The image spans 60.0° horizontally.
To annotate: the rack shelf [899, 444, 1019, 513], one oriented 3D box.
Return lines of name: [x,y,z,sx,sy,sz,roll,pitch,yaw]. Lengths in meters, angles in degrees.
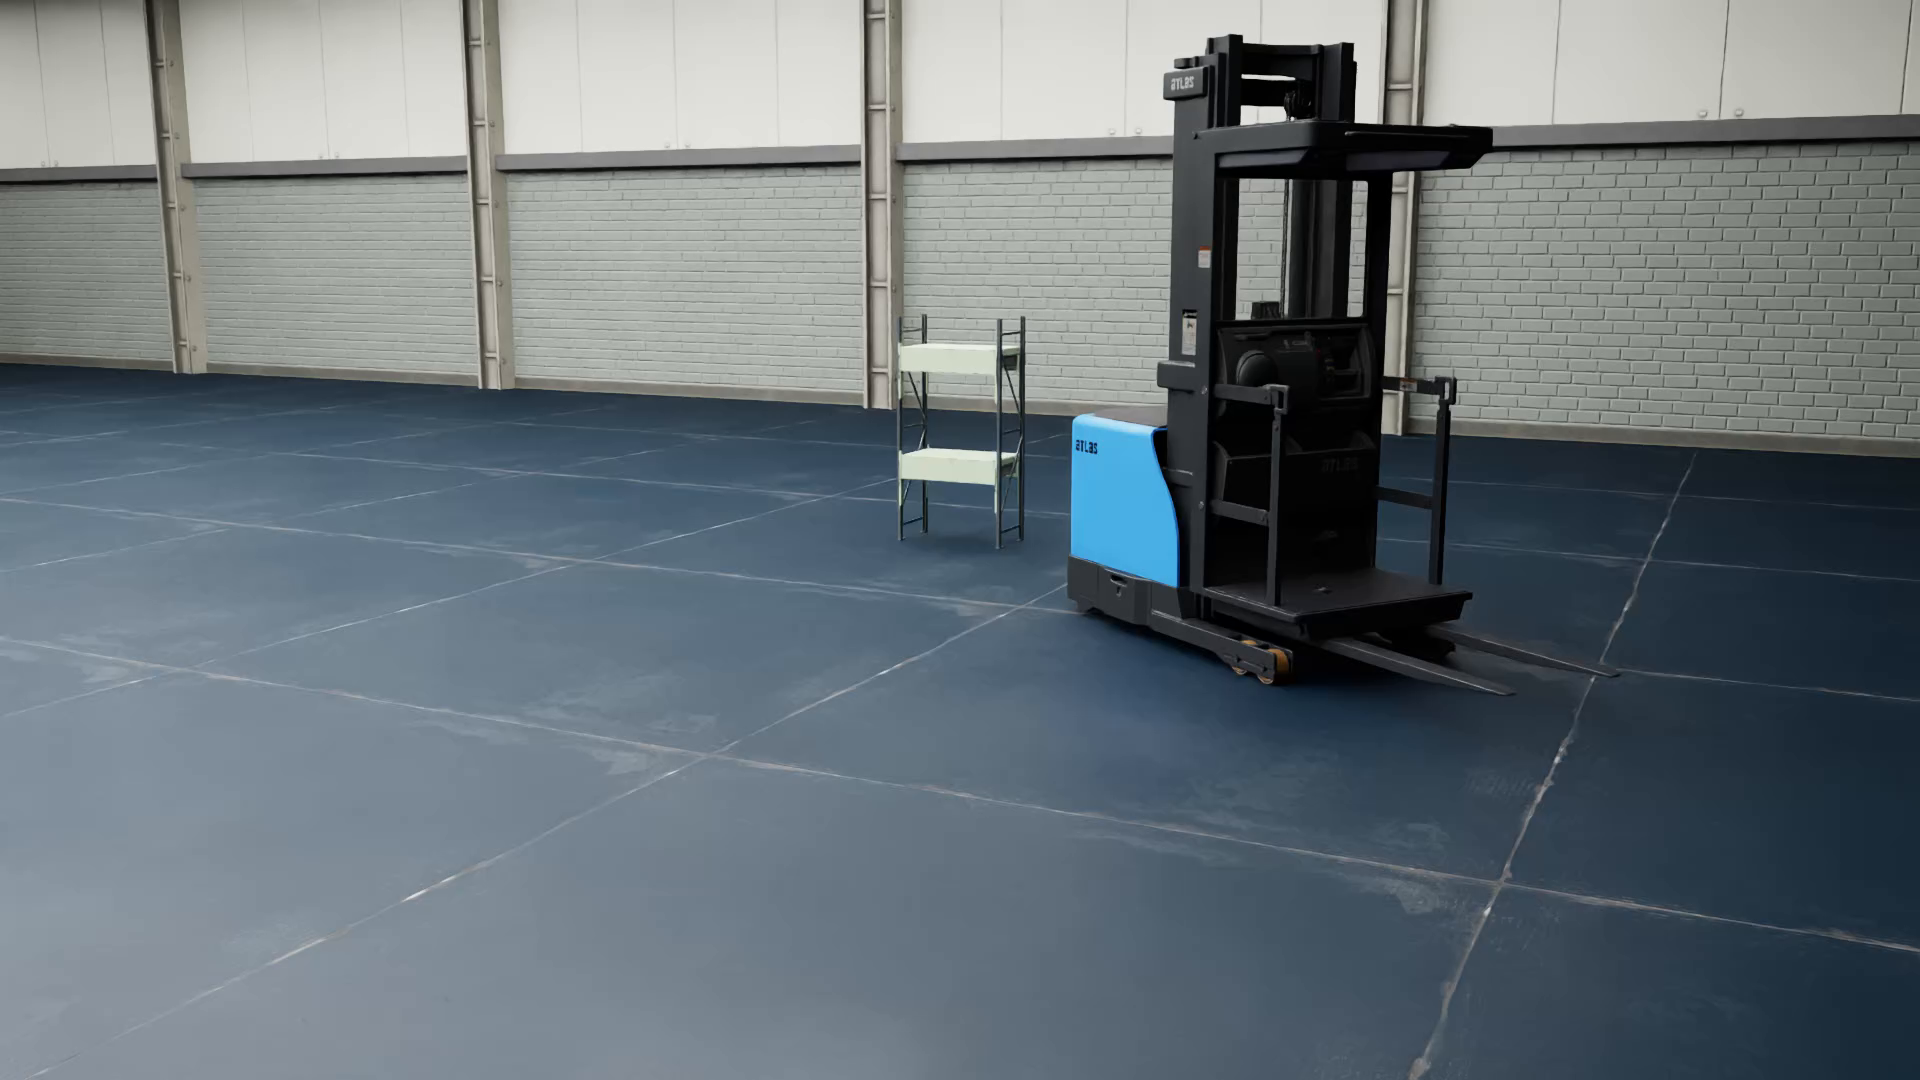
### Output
rack shelf: [0.006,-0.417,11.152,0.720,0.370,0.431,5,11,26]

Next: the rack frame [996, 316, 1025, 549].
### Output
rack frame: [0.334,-0.709,10.934,0.023,1.500,0.400,5,11,26]

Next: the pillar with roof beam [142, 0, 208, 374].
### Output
pillar with roof beam: [-13.584,-6.279,20.659,0.400,9.000,9.100,5,11,26]

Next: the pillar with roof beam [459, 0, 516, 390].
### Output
pillar with roof beam: [-8.203,-5.807,18.046,0.400,9.000,9.100,5,11,26]

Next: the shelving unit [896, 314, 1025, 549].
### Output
shelving unit: [0.006,-0.737,11.094,0.755,1.500,0.431,5,11,26]

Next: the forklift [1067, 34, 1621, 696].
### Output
forklift: [1.732,-0.874,7.830,1.130,2.935,3.031,-6,12,-28]

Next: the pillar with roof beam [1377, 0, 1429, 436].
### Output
pillar with roof beam: [2.558,-4.861,12.821,0.400,9.000,9.100,5,11,26]

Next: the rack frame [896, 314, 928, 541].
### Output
rack frame: [-0.322,-0.766,11.253,0.023,1.500,0.400,5,11,26]

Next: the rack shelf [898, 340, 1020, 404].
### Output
rack shelf: [0.006,-1.122,11.024,0.720,0.370,0.431,5,11,26]

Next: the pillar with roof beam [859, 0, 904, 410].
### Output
pillar with roof beam: [-2.823,-5.334,15.434,0.400,9.000,9.100,5,11,26]
